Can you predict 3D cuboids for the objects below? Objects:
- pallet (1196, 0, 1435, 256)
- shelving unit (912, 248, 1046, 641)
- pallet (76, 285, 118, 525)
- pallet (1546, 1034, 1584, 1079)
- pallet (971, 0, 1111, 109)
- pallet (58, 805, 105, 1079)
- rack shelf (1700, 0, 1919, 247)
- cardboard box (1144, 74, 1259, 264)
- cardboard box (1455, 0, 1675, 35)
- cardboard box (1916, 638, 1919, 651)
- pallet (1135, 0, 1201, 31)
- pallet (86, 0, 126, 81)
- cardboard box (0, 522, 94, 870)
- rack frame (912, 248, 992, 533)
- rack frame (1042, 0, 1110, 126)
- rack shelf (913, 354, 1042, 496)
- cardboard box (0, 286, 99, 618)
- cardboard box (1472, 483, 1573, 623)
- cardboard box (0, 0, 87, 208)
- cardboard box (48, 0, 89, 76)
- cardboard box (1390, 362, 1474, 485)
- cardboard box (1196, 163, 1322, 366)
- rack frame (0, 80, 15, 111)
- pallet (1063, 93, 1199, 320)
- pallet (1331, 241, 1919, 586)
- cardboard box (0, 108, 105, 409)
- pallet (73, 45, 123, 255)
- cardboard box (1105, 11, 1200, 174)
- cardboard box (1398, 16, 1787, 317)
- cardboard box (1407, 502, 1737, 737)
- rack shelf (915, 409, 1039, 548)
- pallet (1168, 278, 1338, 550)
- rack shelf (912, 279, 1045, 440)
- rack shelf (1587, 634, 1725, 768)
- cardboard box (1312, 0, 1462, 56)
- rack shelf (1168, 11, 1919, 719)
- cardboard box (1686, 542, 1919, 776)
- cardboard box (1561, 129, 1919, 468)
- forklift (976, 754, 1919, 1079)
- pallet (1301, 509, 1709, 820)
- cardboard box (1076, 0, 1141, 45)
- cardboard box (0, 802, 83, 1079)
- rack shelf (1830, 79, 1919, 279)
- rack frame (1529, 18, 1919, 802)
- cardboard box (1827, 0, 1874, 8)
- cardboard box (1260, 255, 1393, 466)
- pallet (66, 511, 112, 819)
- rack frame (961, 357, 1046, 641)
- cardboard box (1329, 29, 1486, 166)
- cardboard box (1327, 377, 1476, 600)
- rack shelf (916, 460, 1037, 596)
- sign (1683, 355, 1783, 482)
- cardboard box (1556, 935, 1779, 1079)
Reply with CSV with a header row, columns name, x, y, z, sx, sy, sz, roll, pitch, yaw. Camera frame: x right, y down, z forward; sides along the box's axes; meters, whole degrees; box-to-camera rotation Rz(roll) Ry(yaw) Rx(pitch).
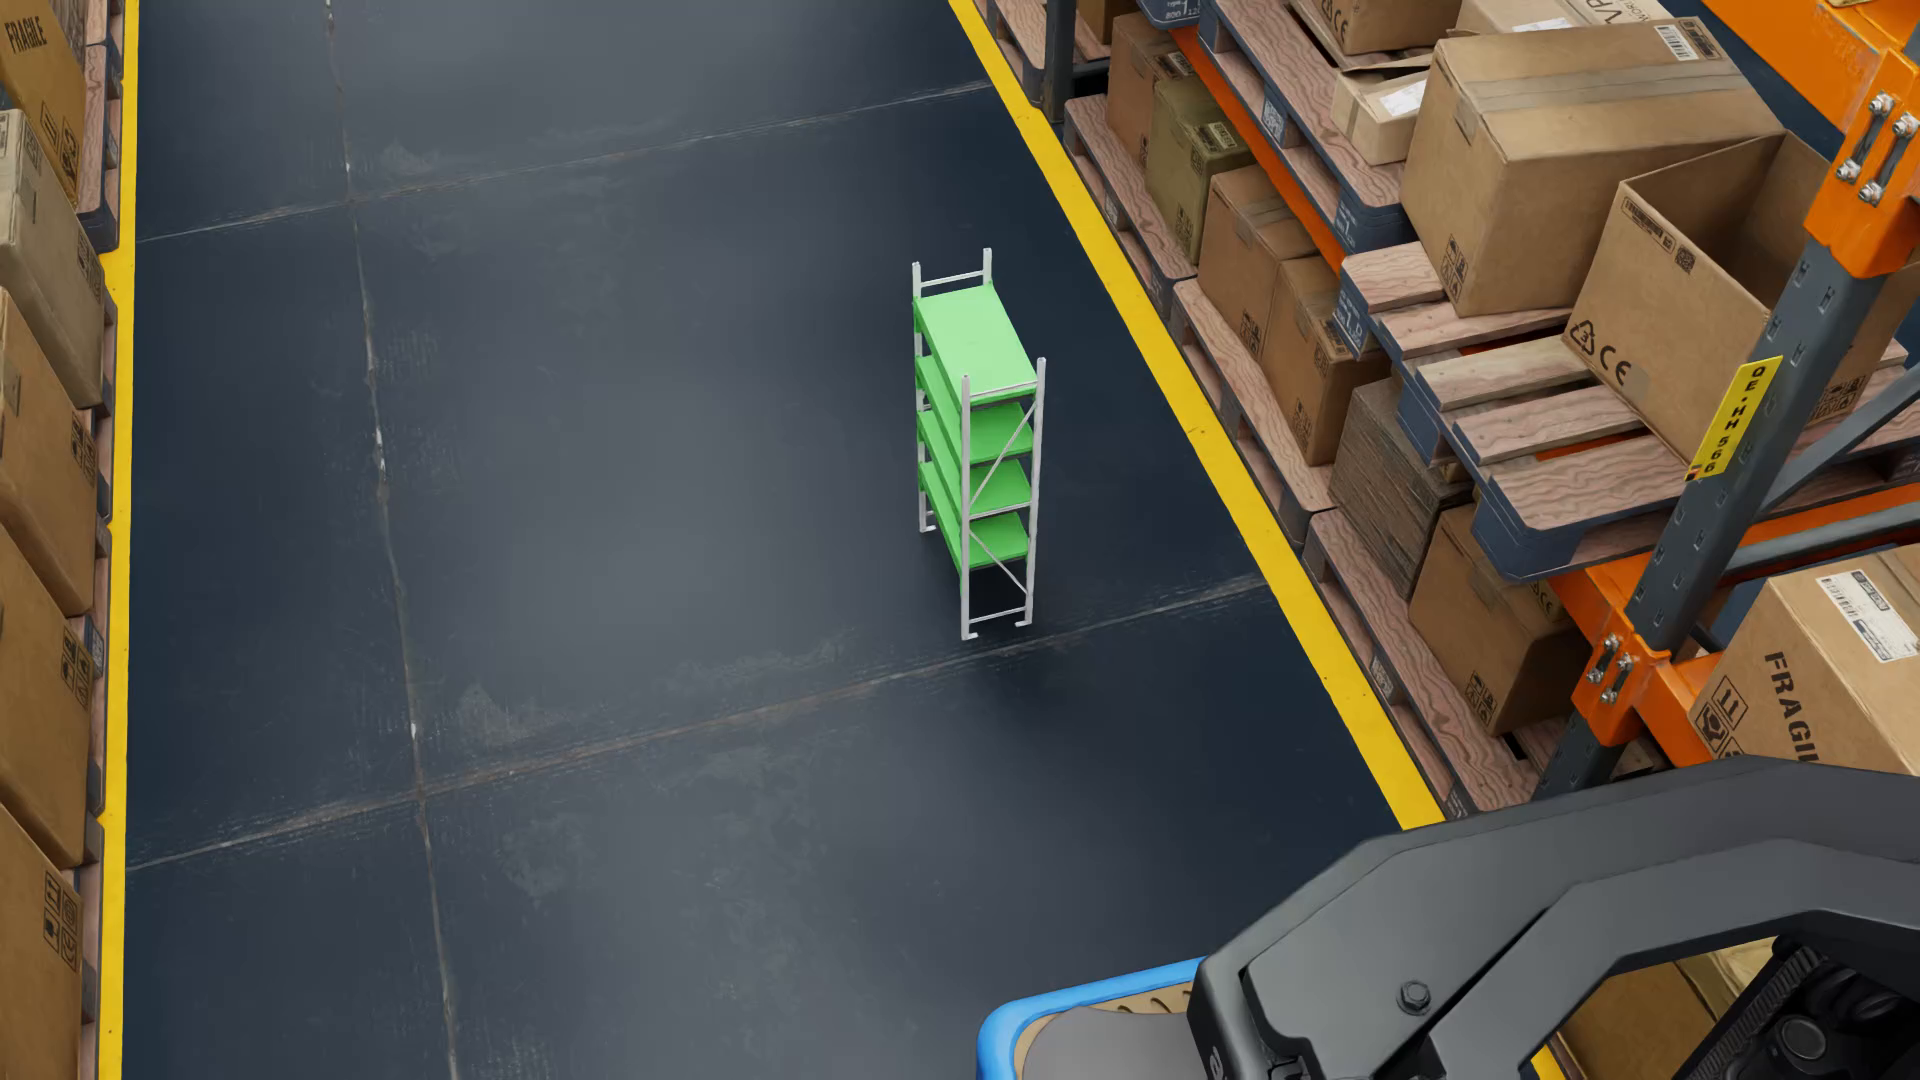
name,x,y,z,sx,sy,sz,roll,pitch,yaw
pallet,1.416,-1.392,5.087,1.003,0.211,1.213,-13,51,-11
shelving unit,0.049,-0.266,5.189,0.258,1.200,0.503,-13,51,-11
pallet,-3.610,-0.446,5.988,1.003,0.211,1.213,-13,51,-11
pallet,2.202,1.474,4.369,1.003,0.211,1.213,-13,51,-11
pallet,0.626,-2.522,7.738,1.003,0.211,1.213,-13,51,-11
pallet,-2.888,1.336,4.485,1.003,0.211,1.213,-13,51,-11
rack shelf,1.449,-2.213,4.162,1.077,0.370,4.000,-13,51,-11
cardboard box,1.142,-1.469,6.374,0.700,0.500,0.500,-14,51,-11
cardboard box,1.765,-1.380,4.775,0.500,0.250,0.500,-15,51,-12
cardboard box,2.242,0.165,2.928,0.797,0.503,0.637,-12,51,-10
pallet,0.945,-2.286,5.841,1.003,0.211,1.213,-13,51,-11
pallet,-4.425,-2.458,7.684,1.003,0.211,1.213,-13,51,-11
cardboard box,-3.083,0.517,4.549,1.050,0.750,0.750,-13,51,-10
rack frame,-0.023,-0.444,5.340,0.240,1.200,0.015,-13,51,-11
rack frame,0.858,-2.939,6.266,1.000,3.000,0.127,-13,51,-11
rack shelf,0.049,-0.379,5.055,0.258,0.148,0.480,-13,51,-11
cardboard box,-3.359,-0.163,5.122,1.050,0.750,0.750,-13,51,-11
cardboard box,1.814,-0.078,4.710,0.500,0.250,0.500,-11,51,-9
cardboard box,-4.029,-1.817,6.435,0.875,0.875,0.875,-13,51,-10
cardboard box,-4.299,-2.474,6.989,0.875,0.875,0.875,-13,51,-11
cardboard box,1.647,-0.463,5.035,0.500,0.250,0.500,-8,50,-7
cardboard box,1.308,-1.060,6.029,0.700,0.500,0.500,-17,52,-14
rack frame,-3.910,-1.891,5.382,1.000,3.000,0.127,-13,51,-11
pallet,1.090,-1.472,6.853,1.003,0.211,1.213,-13,51,-11
pallet,1.728,-0.452,4.294,1.213,0.211,1.003,-13,51,-11
cardboard box,-3.641,-0.868,5.717,1.050,0.750,0.750,-14,51,-11
pallet,-4.060,-1.565,6.932,1.003,0.211,1.213,-13,51,-11
cardboard box,1.019,-1.822,6.671,0.700,0.500,0.500,-17,52,-14
cardboard box,1.582,-0.955,4.253,0.700,0.500,0.500,-7,50,-6
cardboard box,1.824,0.162,4.999,0.700,0.500,0.500,-16,52,-13
rack shelf,0.049,-0.225,5.238,0.258,0.148,0.480,-13,51,-11
pallet,1.454,-0.579,6.100,1.003,0.211,1.213,-13,51,-11
rack shelf,0.049,-0.534,4.871,0.258,0.148,0.480,-13,51,-11
rack shelf,2.632,1.675,2.846,1.077,0.370,4.000,-13,51,-11
cardboard box,1.459,-1.862,5.016,0.797,0.503,0.637,-9,50,-7
rack shelf,1.449,-1.246,5.309,1.077,0.370,4.000,-13,51,-11
cardboard box,1.925,0.367,3.413,0.500,0.500,0.500,-12,51,-10
cardboard box,1.843,-0.570,3.929,0.500,0.500,0.500,-19,52,-15
forklift,0.869,1.750,2.357,1.130,2.935,3.031,-11,51,-9
pallet,1.811,0.310,5.350,1.003,0.211,1.213,-13,51,-11
cardboard box,0.778,-2.570,7.315,0.500,0.500,0.500,-15,51,-12
cardboard box,-2.821,1.155,4.011,1.050,0.750,0.750,-14,51,-11
rack shelf,2.632,0.709,1.699,1.077,0.370,4.000,-13,51,-11
rack frame,2.041,-0.017,3.803,1.000,3.000,0.127,-13,51,-11
cardboard box,1.666,-1.228,2.959,0.500,0.250,0.500,-13,51,-11
cardboard box,1.473,-0.653,5.686,0.700,0.500,0.500,-9,51,-8
pallet,-3.245,0.447,5.235,1.003,0.211,1.213,-13,51,-11
rack frame,0.121,-0.088,5.039,0.240,1.200,0.015,-13,51,-11
cardboard box,1.290,-1.266,4.669,0.396,0.266,0.258,-15,51,-12
cardboard box,1.647,-0.240,5.338,0.700,0.500,0.500,-17,52,-14
rack shelf,0.049,-0.070,5.422,0.258,0.148,0.480,-13,51,-11
sign,1.525,-0.235,3.281,0.100,0.325,0.005,-13,51,-11
cardboard box,2.225,1.041,4.026,1.225,0.875,0.875,-15,52,-13
